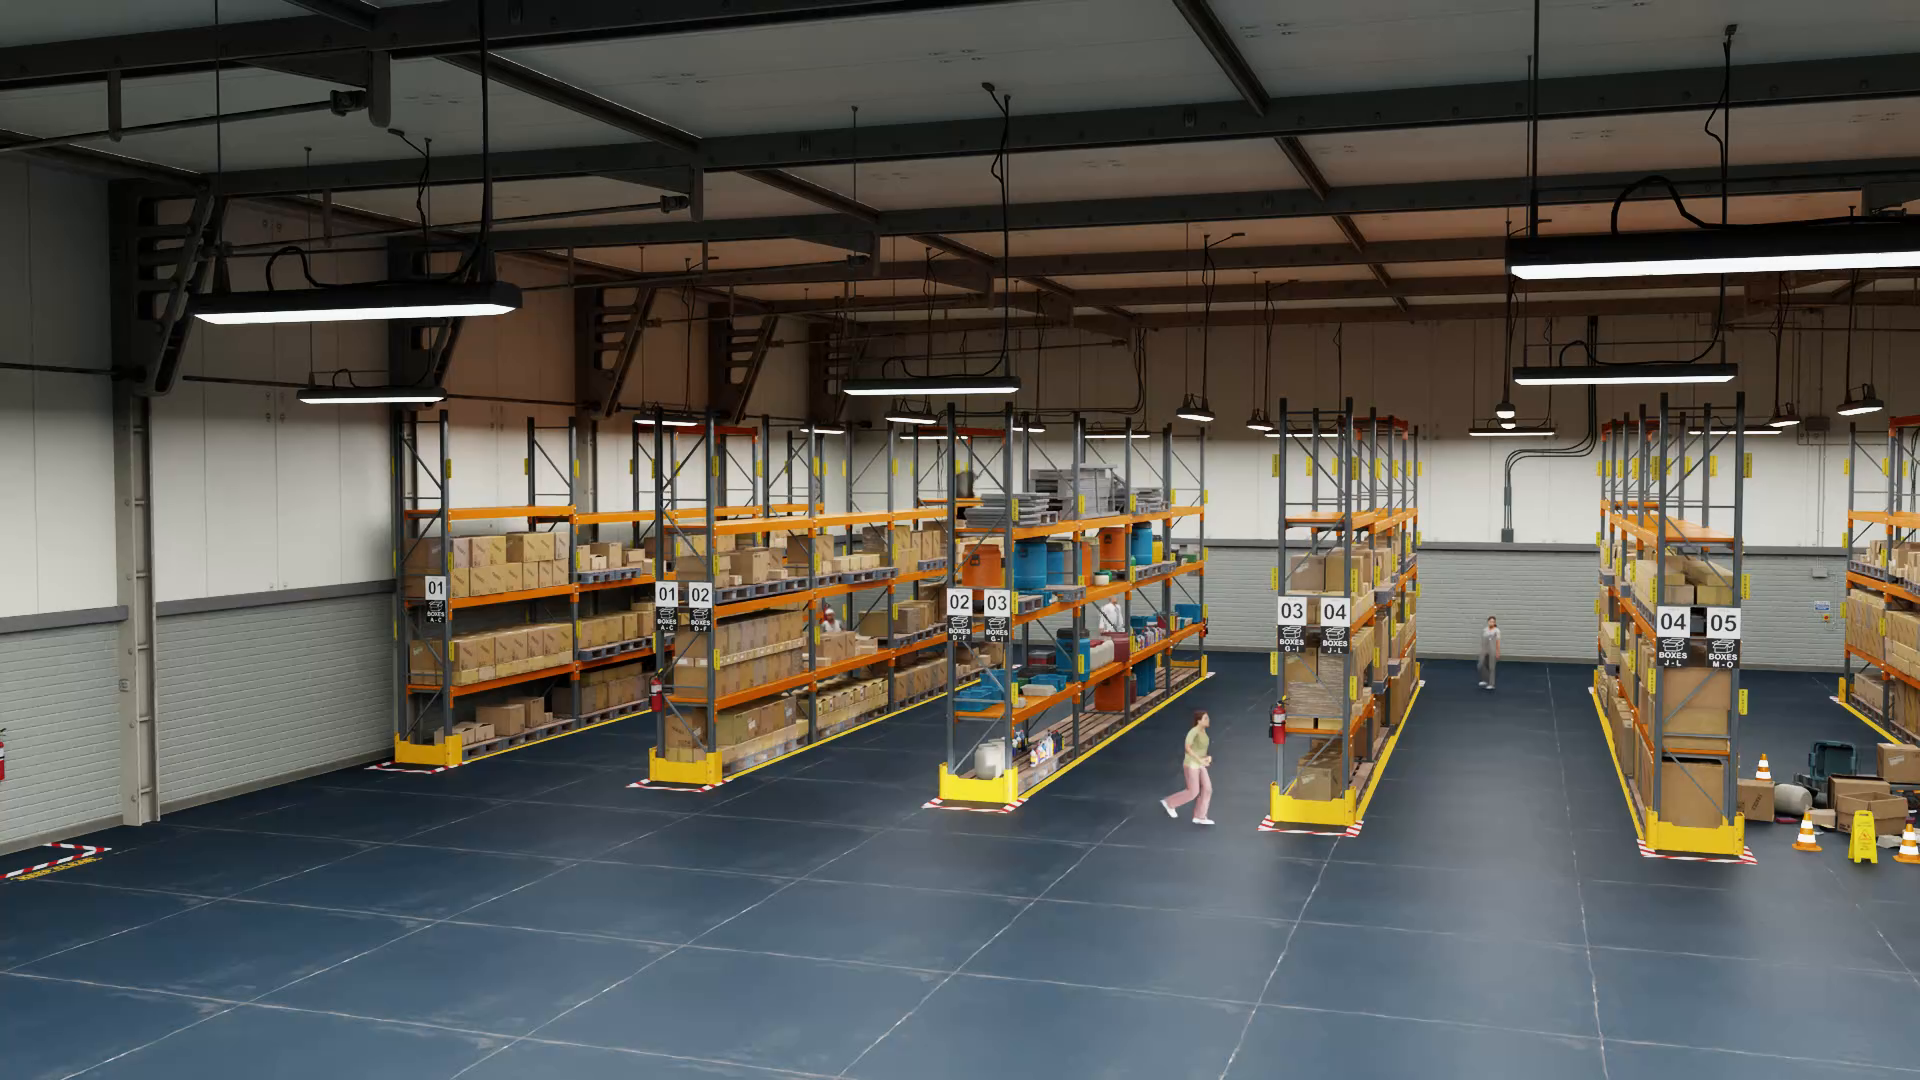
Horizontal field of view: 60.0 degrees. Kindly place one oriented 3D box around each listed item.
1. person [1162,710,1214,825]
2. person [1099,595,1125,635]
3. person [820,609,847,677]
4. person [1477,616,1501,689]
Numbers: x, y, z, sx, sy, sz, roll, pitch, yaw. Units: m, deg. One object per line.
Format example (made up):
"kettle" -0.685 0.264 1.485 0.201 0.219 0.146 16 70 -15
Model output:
"person" 3.229 3.191 23.470 0.760 1.621 0.583 1 3 30
"person" 3.852 2.299 42.737 0.614 1.767 0.709 2 3 44
"person" -2.948 2.470 38.745 0.744 1.749 0.888 -1 3 -13
"person" 12.003 2.544 37.687 0.540 1.663 0.425 2 3 44
